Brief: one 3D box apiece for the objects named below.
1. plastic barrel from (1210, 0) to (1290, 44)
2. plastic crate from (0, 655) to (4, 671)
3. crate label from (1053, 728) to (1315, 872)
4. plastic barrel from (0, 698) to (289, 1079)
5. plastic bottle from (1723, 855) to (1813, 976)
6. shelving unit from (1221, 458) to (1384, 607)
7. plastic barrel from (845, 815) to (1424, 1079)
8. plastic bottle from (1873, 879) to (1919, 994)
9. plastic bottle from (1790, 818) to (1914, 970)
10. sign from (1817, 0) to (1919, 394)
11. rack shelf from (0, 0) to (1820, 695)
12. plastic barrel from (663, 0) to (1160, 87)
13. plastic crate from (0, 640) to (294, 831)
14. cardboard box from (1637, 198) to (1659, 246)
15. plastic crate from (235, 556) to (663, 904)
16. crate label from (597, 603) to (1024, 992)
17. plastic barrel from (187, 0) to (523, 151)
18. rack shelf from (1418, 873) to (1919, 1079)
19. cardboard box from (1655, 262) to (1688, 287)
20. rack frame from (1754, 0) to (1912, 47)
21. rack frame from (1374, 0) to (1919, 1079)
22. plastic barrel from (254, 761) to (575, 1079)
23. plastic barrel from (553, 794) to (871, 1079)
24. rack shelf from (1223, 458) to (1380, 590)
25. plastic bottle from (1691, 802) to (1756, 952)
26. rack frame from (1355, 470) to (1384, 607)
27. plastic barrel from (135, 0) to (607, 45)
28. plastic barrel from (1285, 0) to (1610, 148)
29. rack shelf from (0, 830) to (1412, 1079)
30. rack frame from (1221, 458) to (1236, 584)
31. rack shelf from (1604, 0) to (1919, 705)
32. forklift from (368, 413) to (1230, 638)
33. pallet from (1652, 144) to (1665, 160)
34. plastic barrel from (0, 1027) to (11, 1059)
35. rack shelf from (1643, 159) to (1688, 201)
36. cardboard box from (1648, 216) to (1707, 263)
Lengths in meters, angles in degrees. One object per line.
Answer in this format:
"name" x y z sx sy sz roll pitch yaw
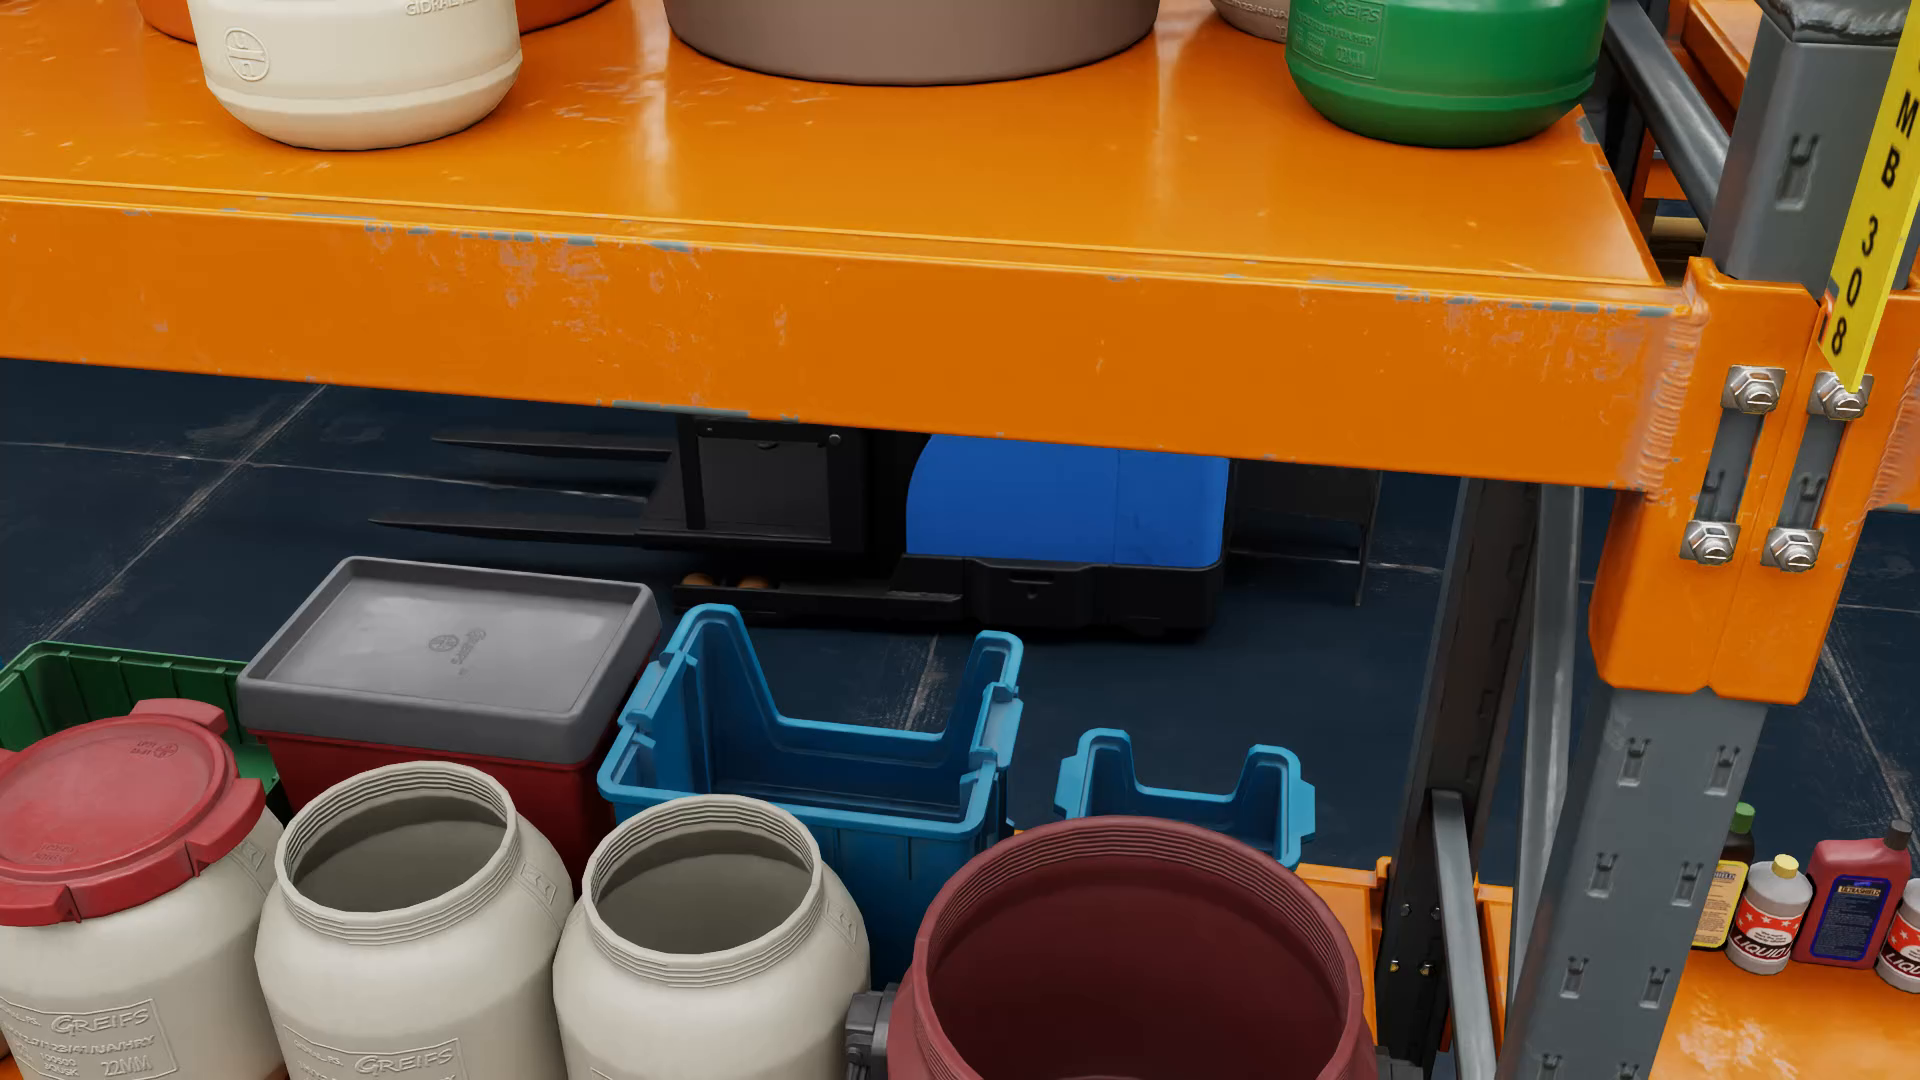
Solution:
"plastic barrel" 0.463 -0.833 1.821 0.421 0.512 0.421 0 32 0
"plastic crate" -2.085 0.260 3.023 0.575 0.384 0.392 5 32 8
"crate label" 0.366 0.511 2.764 0.416 0.233 0.303 5 32 8
"plastic barrel" -1.169 0.564 2.394 0.433 0.535 0.433 0 32 0
"plastic bottle" 1.299 0.591 2.666 0.097 0.201 0.097 0 32 0
"shelving unit" 1.231 -0.786 5.516 0.503 2.100 0.431 8 33 11
"plastic barrel" 0.209 0.733 2.123 0.708 0.536 0.600 5 32 8
"plastic bottle" 1.526 0.612 2.633 0.097 0.201 0.097 0 32 0
"plastic bottle" 1.416 0.557 2.643 0.133 0.283 0.061 5 32 8
"sign" 0.632 -0.265 1.117 0.005 0.325 0.100 5 32 8
"rack shelf" -1.254 -0.471 2.026 4.000 0.370 1.077 5 32 8
"plastic barrel" -0.055 -0.997 1.716 0.600 0.901 0.600 0 32 0
"plastic crate" -1.461 0.415 2.960 0.662 0.188 0.450 5 32 8
"cardboard box" 2.572 -1.398 6.890 0.500 0.250 0.500 6 33 10
"plastic crate" -0.824 0.343 2.815 0.583 0.464 0.402 5 32 8
"crate label" -0.216 0.429 2.704 0.616 0.435 0.502 5 32 8
"plastic barrel" -0.575 -0.530 1.573 0.301 0.262 0.301 0 32 0
"rack shelf" 2.689 1.157 2.252 4.000 0.370 1.077 5 32 8
"cardboard box" 2.966 -0.762 6.581 0.500 0.500 0.500 5 32 8
"rack frame" 0.718 -1.869 0.754 0.127 3.000 1.000 5 32 8
"rack frame" 0.718 0.674 2.346 0.127 3.000 1.000 5 32 8
"plastic barrel" -0.747 0.609 2.345 0.421 0.512 0.421 0 32 0
"plastic barrel" -0.332 0.647 2.285 0.421 0.512 0.421 0 32 0
"rack shelf" 1.219 -0.185 5.900 0.480 0.518 0.431 8 33 11
"plastic bottle" 1.188 0.536 2.676 0.133 0.283 0.061 5 32 8
"rack frame" 1.468 -0.752 5.469 0.015 2.100 0.400 8 33 11
"plastic barrel" -0.700 -1.025 1.828 0.708 0.830 0.600 5 32 8
"plastic barrel" 0.466 -0.527 1.584 0.294 0.245 0.294 0 32 0
"rack shelf" -1.254 0.800 2.822 4.000 0.370 1.077 5 32 8
"rack frame" 0.994 -0.821 5.563 0.015 2.100 0.400 8 33 11
"rack shelf" 2.689 -0.114 1.456 4.000 0.370 1.077 5 32 8
"forklift" -0.582 -1.225 5.445 3.031 2.935 1.130 3 32 5
"pallet" 2.235 -1.811 6.497 1.003 0.211 1.213 5 32 8
"plastic barrel" -1.596 0.525 2.456 0.433 0.535 0.433 0 32 0
"rack shelf" 3.526 -1.433 6.390 4.000 0.370 1.077 5 32 8
"cardboard box" 3.026 -1.036 7.019 0.500 0.500 0.500 4 32 6
